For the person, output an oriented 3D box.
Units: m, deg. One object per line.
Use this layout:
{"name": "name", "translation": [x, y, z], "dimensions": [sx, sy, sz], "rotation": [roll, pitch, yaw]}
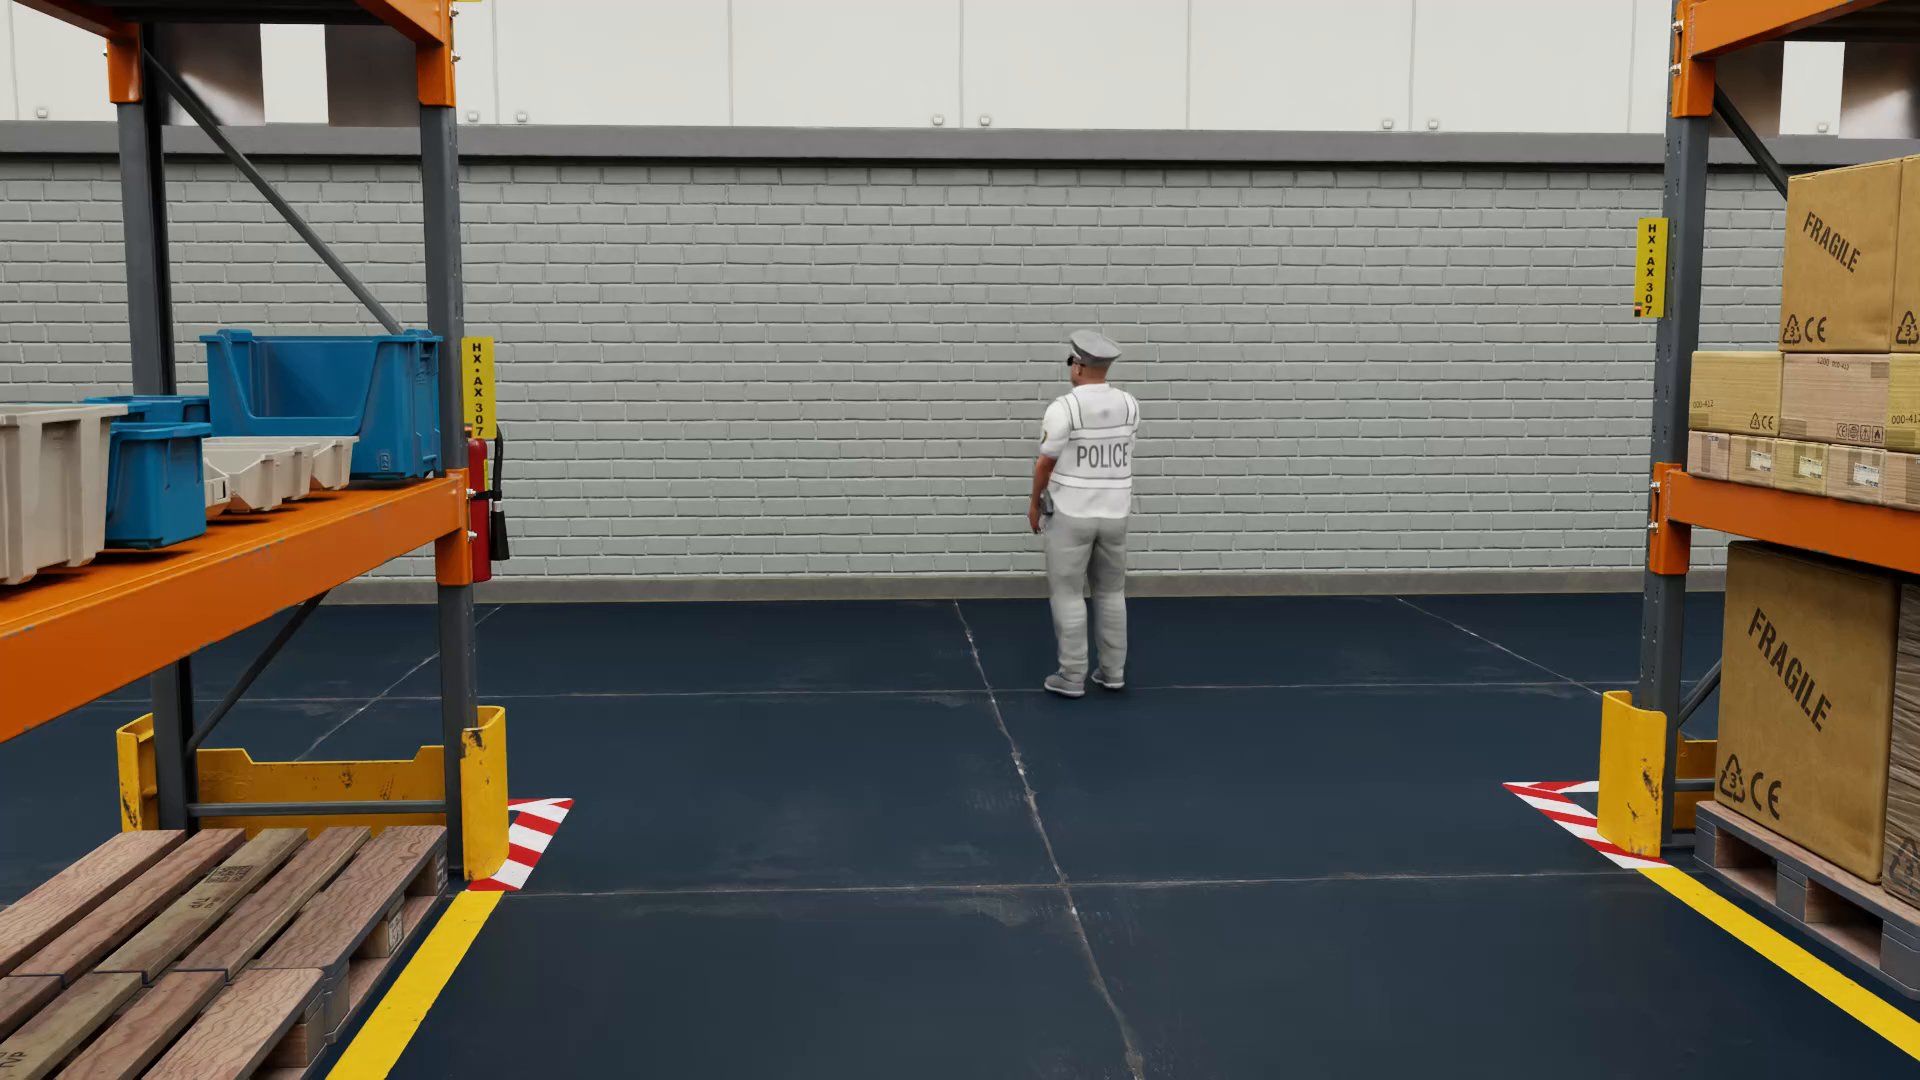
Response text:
{"name": "person", "translation": [0.613, -0.133, 8.139], "dimensions": [0.591, 1.786, 0.508], "rotation": [-4, 8, -28]}
